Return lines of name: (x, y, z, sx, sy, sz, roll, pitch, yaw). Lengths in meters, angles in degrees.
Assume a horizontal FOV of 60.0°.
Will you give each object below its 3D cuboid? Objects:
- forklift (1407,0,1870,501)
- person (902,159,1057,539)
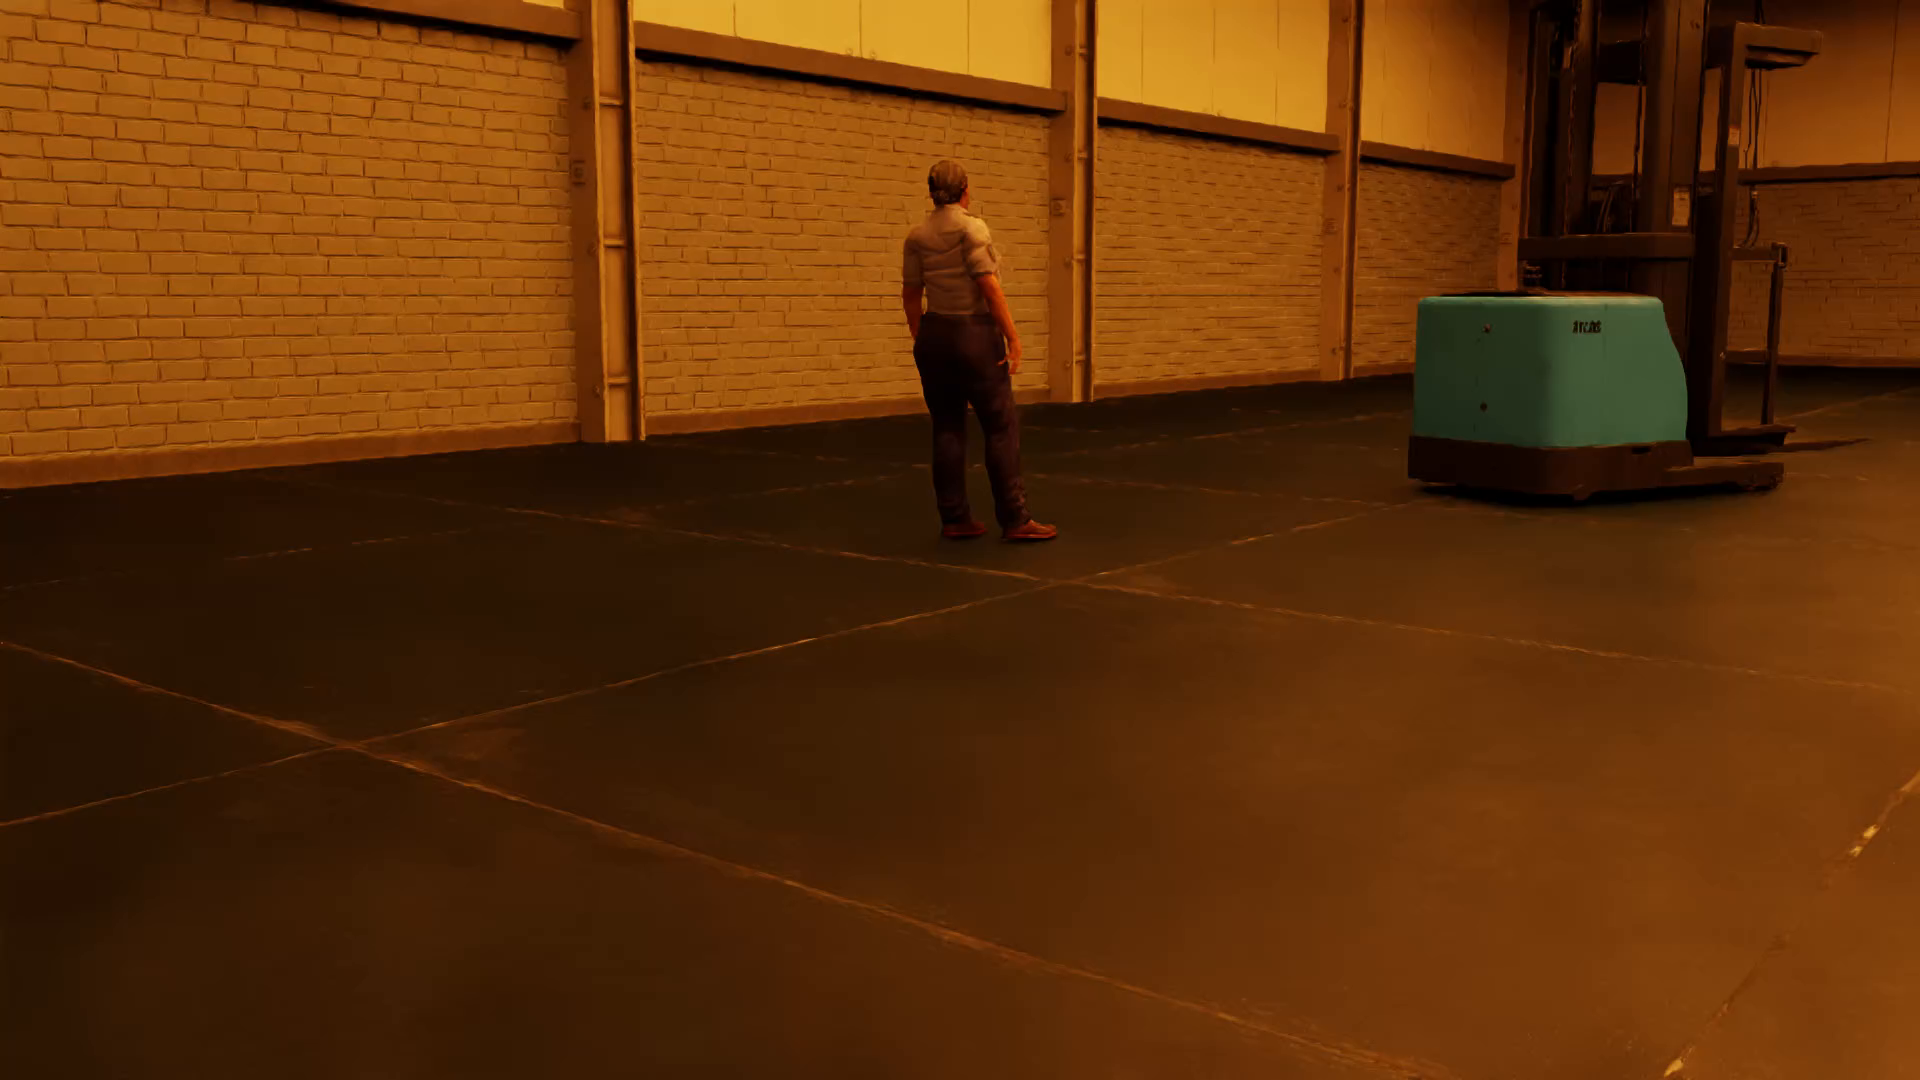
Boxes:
forklift: (4.042, -1.780, 9.442, 3.031, 2.935, 1.130, -5, 10, -30)
person: (0.074, -0.830, 7.340, 0.599, 1.650, 0.502, 7, 11, 38)
